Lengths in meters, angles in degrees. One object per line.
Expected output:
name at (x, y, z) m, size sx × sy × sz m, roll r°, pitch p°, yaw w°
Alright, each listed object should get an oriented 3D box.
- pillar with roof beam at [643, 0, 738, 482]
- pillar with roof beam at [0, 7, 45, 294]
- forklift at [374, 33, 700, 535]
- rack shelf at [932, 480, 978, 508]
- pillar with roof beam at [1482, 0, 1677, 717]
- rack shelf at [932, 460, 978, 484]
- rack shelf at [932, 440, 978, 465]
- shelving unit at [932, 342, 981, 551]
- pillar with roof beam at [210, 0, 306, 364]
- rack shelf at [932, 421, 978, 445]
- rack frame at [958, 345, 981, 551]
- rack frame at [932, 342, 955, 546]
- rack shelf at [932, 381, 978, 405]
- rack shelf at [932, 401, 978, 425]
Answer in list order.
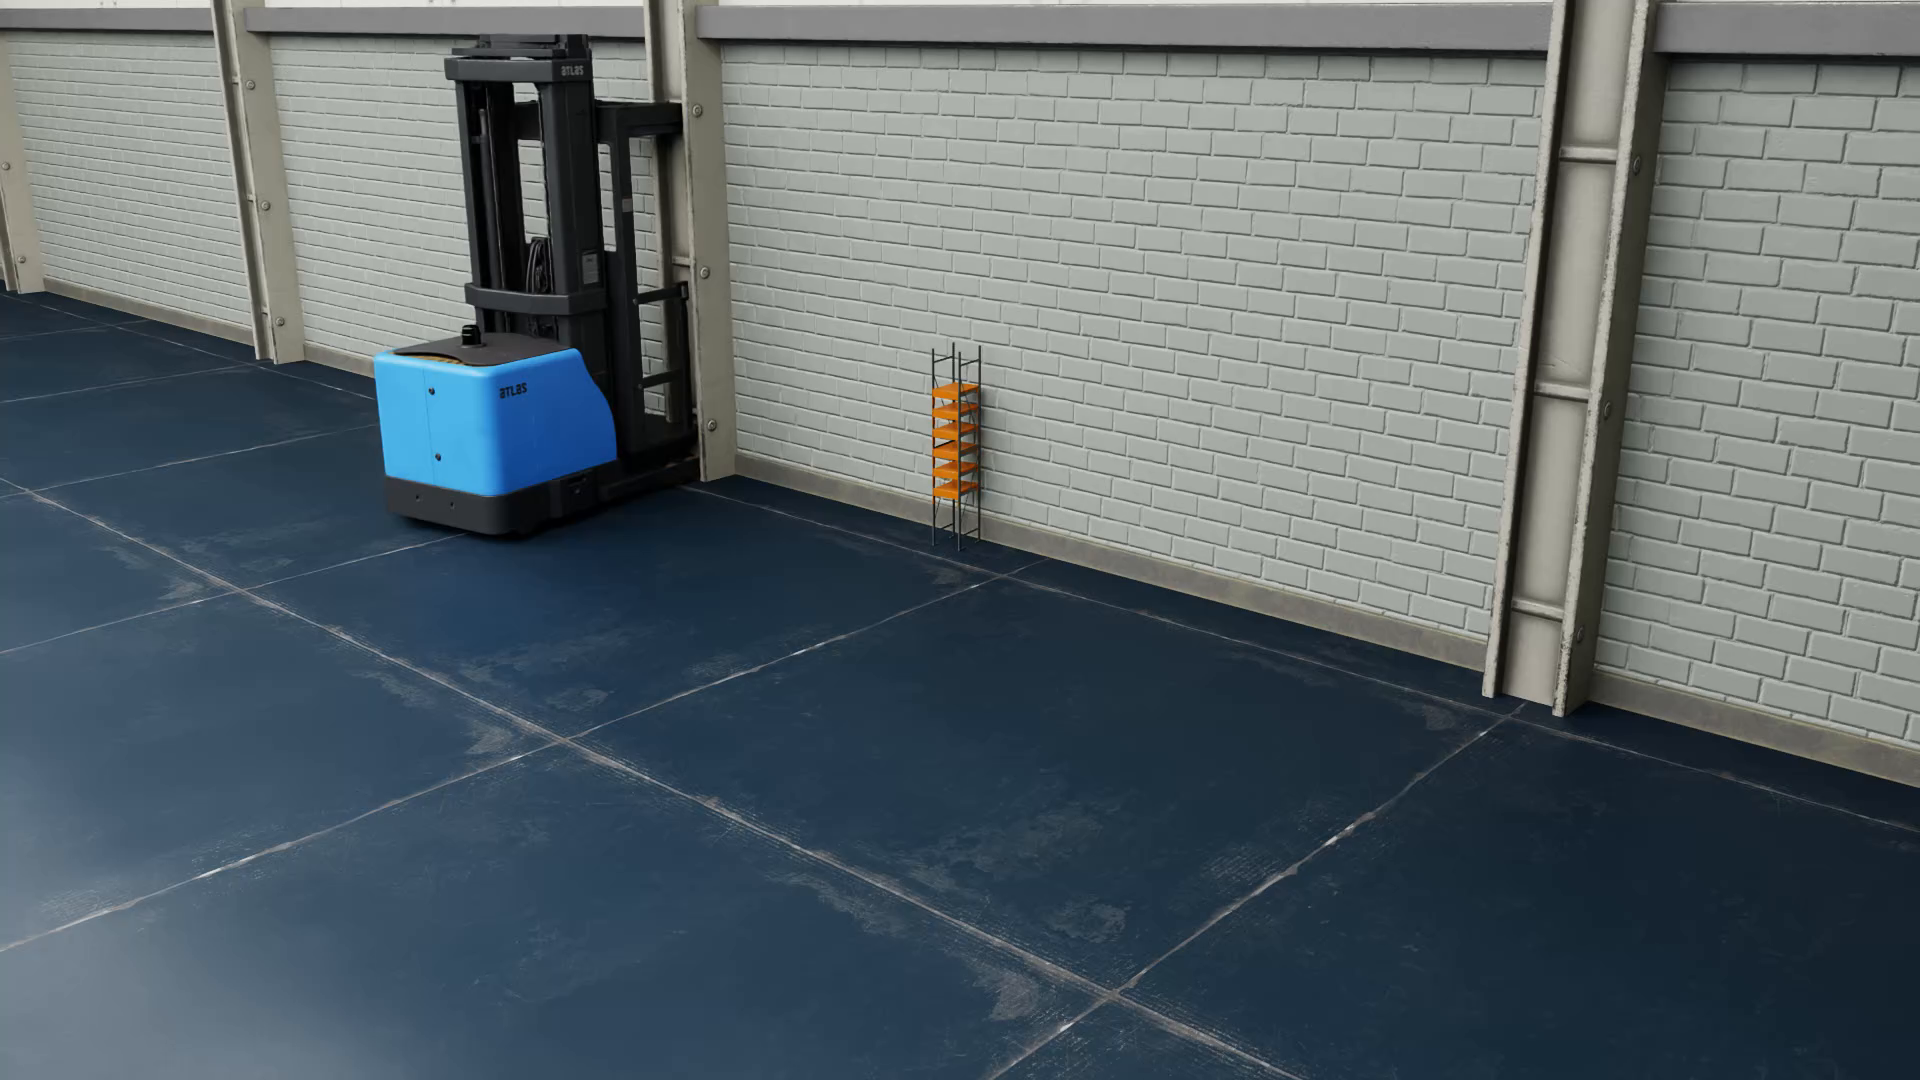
pillar with roof beam at (-4.644, -3.786, 7.166) m, size 0.400 × 9.000 × 9.100 m, roll 15°, pitch 23°, yaw 39°
pillar with roof beam at (-13.620, -6.196, 14.758) m, size 0.400 × 9.000 × 9.100 m, roll 15°, pitch 23°, yaw 39°
forklift at (-2.403, -1.820, 11.000) m, size 1.130 × 2.935 × 3.031 m, roll 11°, pitch 21°, yaw 30°
rack shelf at (-0.020, -0.281, 9.952) m, size 0.180 × 0.103 × 0.258 m, roll 11°, pitch 20°, yaw 31°
pillar with roof beam at (-0.157, -2.582, 3.370) m, size 0.400 × 9.000 × 9.100 m, roll 15°, pitch 23°, yaw 39°
rack shelf at (-0.020, -0.395, 9.916) m, size 0.180 × 0.103 × 0.258 m, roll 11°, pitch 20°, yaw 31°
rack shelf at (-0.020, -0.510, 9.880) m, size 0.180 × 0.103 × 0.258 m, roll 11°, pitch 20°, yaw 31°
shelving unit at (-0.020, -0.552, 9.867) m, size 0.189 × 1.200 × 0.258 m, roll 11°, pitch 20°, yaw 31°
pillar with roof beam at (-9.132, -4.991, 10.962) m, size 0.400 × 9.000 × 9.100 m, roll 15°, pitch 23°, yaw 39°
rack shelf at (-0.020, -0.624, 9.844) m, size 0.180 × 0.103 × 0.258 m, roll 11°, pitch 20°, yaw 31°
rack frame at (0.057, -0.538, 9.820) m, size 0.006 × 1.200 × 0.240 m, roll 11°, pitch 20°, yaw 31°
rack frame at (-0.097, -0.567, 9.914) m, size 0.006 × 1.200 × 0.240 m, roll 11°, pitch 20°, yaw 31°
rack shelf at (-0.020, -0.853, 9.772) m, size 0.180 × 0.103 × 0.258 m, roll 11°, pitch 20°, yaw 31°
rack shelf at (-0.020, -0.739, 9.808) m, size 0.180 × 0.103 × 0.258 m, roll 11°, pitch 20°, yaw 31°
